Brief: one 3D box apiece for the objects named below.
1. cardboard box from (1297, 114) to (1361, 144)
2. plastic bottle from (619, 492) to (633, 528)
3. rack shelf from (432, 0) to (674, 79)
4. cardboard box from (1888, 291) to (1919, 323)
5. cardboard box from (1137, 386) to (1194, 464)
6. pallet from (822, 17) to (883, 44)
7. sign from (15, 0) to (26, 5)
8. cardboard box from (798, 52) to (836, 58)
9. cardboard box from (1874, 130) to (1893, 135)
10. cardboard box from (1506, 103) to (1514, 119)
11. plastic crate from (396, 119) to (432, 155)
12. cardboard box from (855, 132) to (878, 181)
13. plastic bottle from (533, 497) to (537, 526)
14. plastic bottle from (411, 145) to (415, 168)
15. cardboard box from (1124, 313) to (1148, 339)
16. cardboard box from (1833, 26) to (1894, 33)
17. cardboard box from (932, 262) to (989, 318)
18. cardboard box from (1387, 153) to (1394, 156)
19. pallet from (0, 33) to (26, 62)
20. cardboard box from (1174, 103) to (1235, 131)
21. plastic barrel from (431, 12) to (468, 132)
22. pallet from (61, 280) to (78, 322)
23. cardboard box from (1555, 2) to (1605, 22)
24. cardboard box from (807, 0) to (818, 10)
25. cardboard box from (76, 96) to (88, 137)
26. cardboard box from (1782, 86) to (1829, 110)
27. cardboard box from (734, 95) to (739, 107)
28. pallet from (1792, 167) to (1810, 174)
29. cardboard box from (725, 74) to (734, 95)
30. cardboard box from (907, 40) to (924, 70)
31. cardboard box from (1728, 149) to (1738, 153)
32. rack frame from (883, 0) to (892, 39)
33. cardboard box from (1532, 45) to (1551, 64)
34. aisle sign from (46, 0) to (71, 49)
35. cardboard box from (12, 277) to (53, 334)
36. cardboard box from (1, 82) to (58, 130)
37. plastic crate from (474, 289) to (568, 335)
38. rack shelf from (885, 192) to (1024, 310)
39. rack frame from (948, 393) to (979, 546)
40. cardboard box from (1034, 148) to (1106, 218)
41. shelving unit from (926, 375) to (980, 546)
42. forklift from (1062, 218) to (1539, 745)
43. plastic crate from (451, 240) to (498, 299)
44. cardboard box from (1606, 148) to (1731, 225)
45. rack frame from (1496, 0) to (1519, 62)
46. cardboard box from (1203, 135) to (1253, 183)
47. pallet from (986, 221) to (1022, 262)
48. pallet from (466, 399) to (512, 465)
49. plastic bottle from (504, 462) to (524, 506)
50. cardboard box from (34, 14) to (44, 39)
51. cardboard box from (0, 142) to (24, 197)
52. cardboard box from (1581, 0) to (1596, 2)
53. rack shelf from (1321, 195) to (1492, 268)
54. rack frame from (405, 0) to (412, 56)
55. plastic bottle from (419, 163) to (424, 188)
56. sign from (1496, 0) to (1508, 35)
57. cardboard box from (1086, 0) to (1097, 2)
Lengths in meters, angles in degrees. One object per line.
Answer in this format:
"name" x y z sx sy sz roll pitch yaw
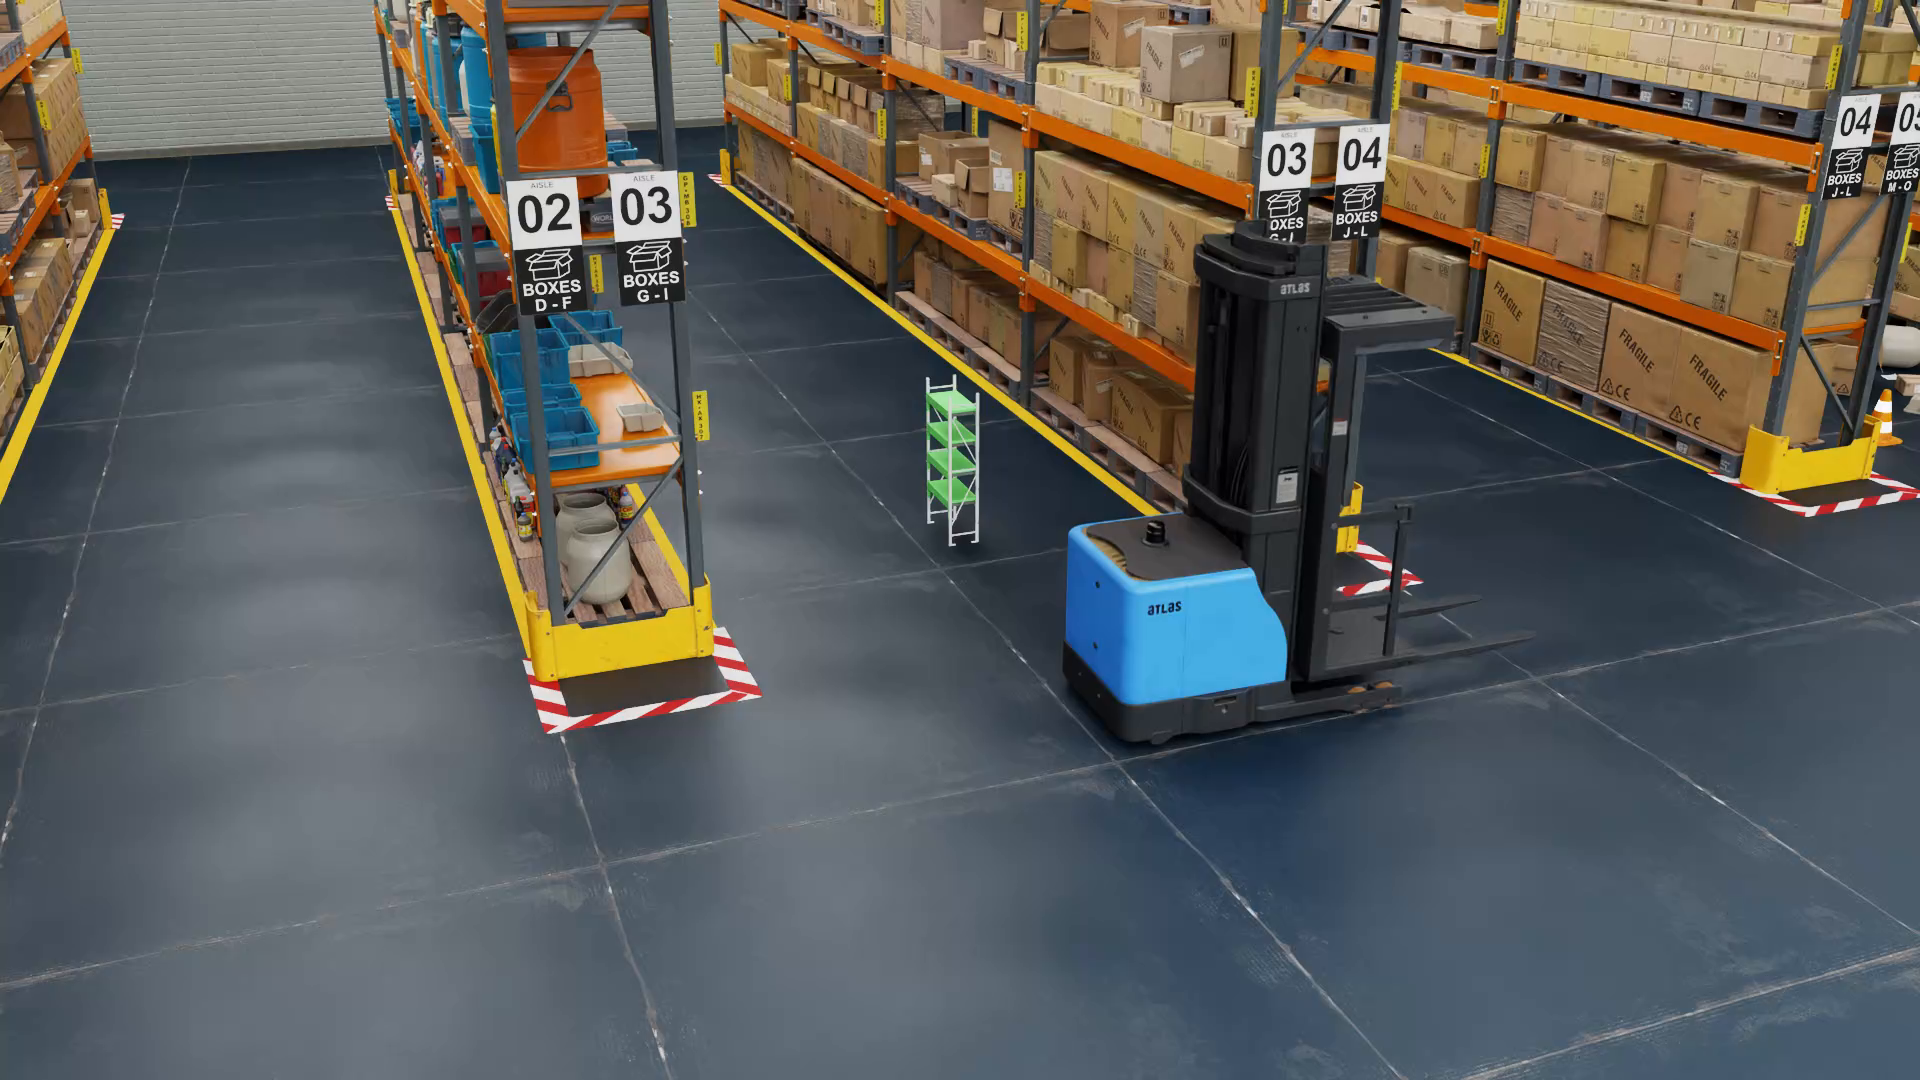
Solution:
"cardboard box" 2.594 -2.890 11.687 0.380 0.149 0.250 -9 24 -19
"plastic bottle" -2.507 -0.229 12.502 0.097 0.271 0.097 0 23 0
"rack shelf" -2.865 -3.558 11.169 1.077 0.370 4.000 -8 24 -19
"cardboard box" 10.488 -2.558 18.079 0.500 0.250 0.500 -7 24 -16
"cardboard box" 1.824 -0.975 14.003 0.500 0.500 0.500 -6 24 -14
"pallet" -1.026 -6.096 19.857 1.003 0.211 1.213 -7 24 -17
"sign" -10.515 -6.144 18.553 0.100 0.325 0.005 -8 24 -19
"cardboard box" -2.049 -6.613 23.546 0.500 0.500 0.500 -9 25 -21
"cardboard box" 10.286 -4.529 17.958 0.700 0.500 0.500 -9 24 -20
"cardboard box" 7.934 -6.157 23.814 0.500 0.250 0.500 -9 24 -20
"plastic crate" -6.881 -5.086 21.021 0.392 0.384 0.575 -8 24 -19
"cardboard box" -0.928 -4.542 19.659 0.500 0.500 0.500 -9 24 -19
"plastic bottle" -3.181 -0.251 12.537 0.061 0.283 0.133 -8 24 -19
"plastic bottle" -6.620 -4.648 20.191 0.061 0.283 0.133 -8 24 -19
"cardboard box" 1.553 -1.752 13.491 0.380 0.149 0.250 -8 24 -19
"cardboard box" 7.243 -4.035 13.351 0.380 0.149 0.250 -8 24 -19
"cardboard box" 0.113 -2.779 18.257 0.700 0.500 0.500 -10 25 -23
"cardboard box" 4.765 -4.109 18.633 0.500 0.500 0.500 -9 24 -20
"pallet" -10.868 -5.313 17.997 1.213 0.211 1.003 -8 24 -19
"cardboard box" 1.793 -3.100 12.184 0.380 0.149 0.250 -8 24 -19
"plastic barrel" -3.954 -3.804 13.529 0.600 0.901 0.708 -8 24 -19
"pallet" -10.710 -2.689 18.981 1.003 0.211 1.213 -8 24 -19
"cardboard box" 5.729 -4.869 15.329 0.380 0.149 0.250 -9 24 -19
"cardboard box" -1.550 -7.034 21.170 0.700 0.500 0.500 -8 24 -18
"cardboard box" -12.033 -5.638 22.260 0.500 0.500 0.500 -8 24 -17
"cardboard box" 6.717 -3.486 13.074 0.380 0.149 0.250 -8 24 -19
"cardboard box" -3.177 -6.599 24.993 0.380 0.149 0.250 -9 24 -20
"pallet" 10.199 -4.284 19.423 1.003 0.211 1.213 -8 24 -19
"cardboard box" -3.260 -6.932 25.268 0.500 0.250 0.500 -9 24 -20
"cardboard box" -0.242 -5.089 17.418 0.500 0.250 0.500 -8 24 -18
"cardboard box" 9.549 -4.784 20.145 0.380 0.149 0.250 -9 25 -21
"rack frame" -0.351 -6.933 17.737 1.000 3.000 0.127 -8 24 -19
"cardboard box" 5.642 -4.592 15.699 0.380 0.149 0.250 -8 24 -19
"aisle sign" -12.183 -6.982 22.231 0.394 0.787 0.004 -8 24 -19
"cardboard box" -9.876 -2.439 17.449 0.500 0.500 0.500 -9 24 -20
"cardboard box" -11.119 -5.168 19.857 0.500 0.500 0.500 -9 25 -21
"plastic crate" -3.505 -1.799 13.361 0.767 0.338 0.504 -8 24 -19
"rack shelf" 0.356 -3.110 17.317 1.077 0.370 4.000 -8 24 -19
"rack frame" 0.028 -0.524 12.573 0.240 1.200 0.015 -8 24 -19
"cardboard box" 0.983 -3.161 14.711 0.500 0.500 0.500 -8 24 -19
"shelving unit" -0.058 -0.613 12.783 0.258 1.200 0.503 -8 24 -19
"forklift" 2.232 -0.458 10.187 3.031 2.935 1.130 -7 24 -17
"plastic crate" -4.252 -2.386 14.694 0.392 0.384 0.575 -8 24 -19
"cardboard box" 6.396 -3.197 15.012 0.875 0.550 0.500 -8 24 -19
"rack frame" 5.738 -6.123 15.816 1.000 3.000 0.127 -8 24 -19
"cardboard box" 2.067 -2.715 11.785 0.500 0.250 0.500 -8 24 -18
"pallet" 0.928 -2.924 16.197 1.003 0.211 1.213 -8 24 -19
"pallet" -3.885 -1.031 15.047 1.003 0.211 1.213 -8 24 -19
"plastic bottle" -3.458 -0.444 12.910 0.144 0.351 0.185 -9 24 -19
"cardboard box" -11.321 -6.152 19.939 0.500 0.250 0.500 -8 24 -19
"cardboard box" -10.351 -3.870 17.525 0.700 0.500 0.500 -15 27 -32
"cardboard box" 6.166 -5.143 15.980 0.380 0.149 0.250 -9 24 -19
"rack shelf" 5.032 -3.754 18.845 1.077 0.370 4.000 -8 24 -19
"rack frame" -4.984 -6.254 16.124 1.000 3.000 0.127 -8 24 -19
"plastic bottle" -6.166 -4.196 19.133 0.097 0.271 0.097 0 23 0
"sign" 5.234 -5.047 16.052 0.100 0.325 0.005 -8 24 -19
"cardboard box" 2.141 -8.088 24.531 0.500 0.250 0.500 -9 24 -20
